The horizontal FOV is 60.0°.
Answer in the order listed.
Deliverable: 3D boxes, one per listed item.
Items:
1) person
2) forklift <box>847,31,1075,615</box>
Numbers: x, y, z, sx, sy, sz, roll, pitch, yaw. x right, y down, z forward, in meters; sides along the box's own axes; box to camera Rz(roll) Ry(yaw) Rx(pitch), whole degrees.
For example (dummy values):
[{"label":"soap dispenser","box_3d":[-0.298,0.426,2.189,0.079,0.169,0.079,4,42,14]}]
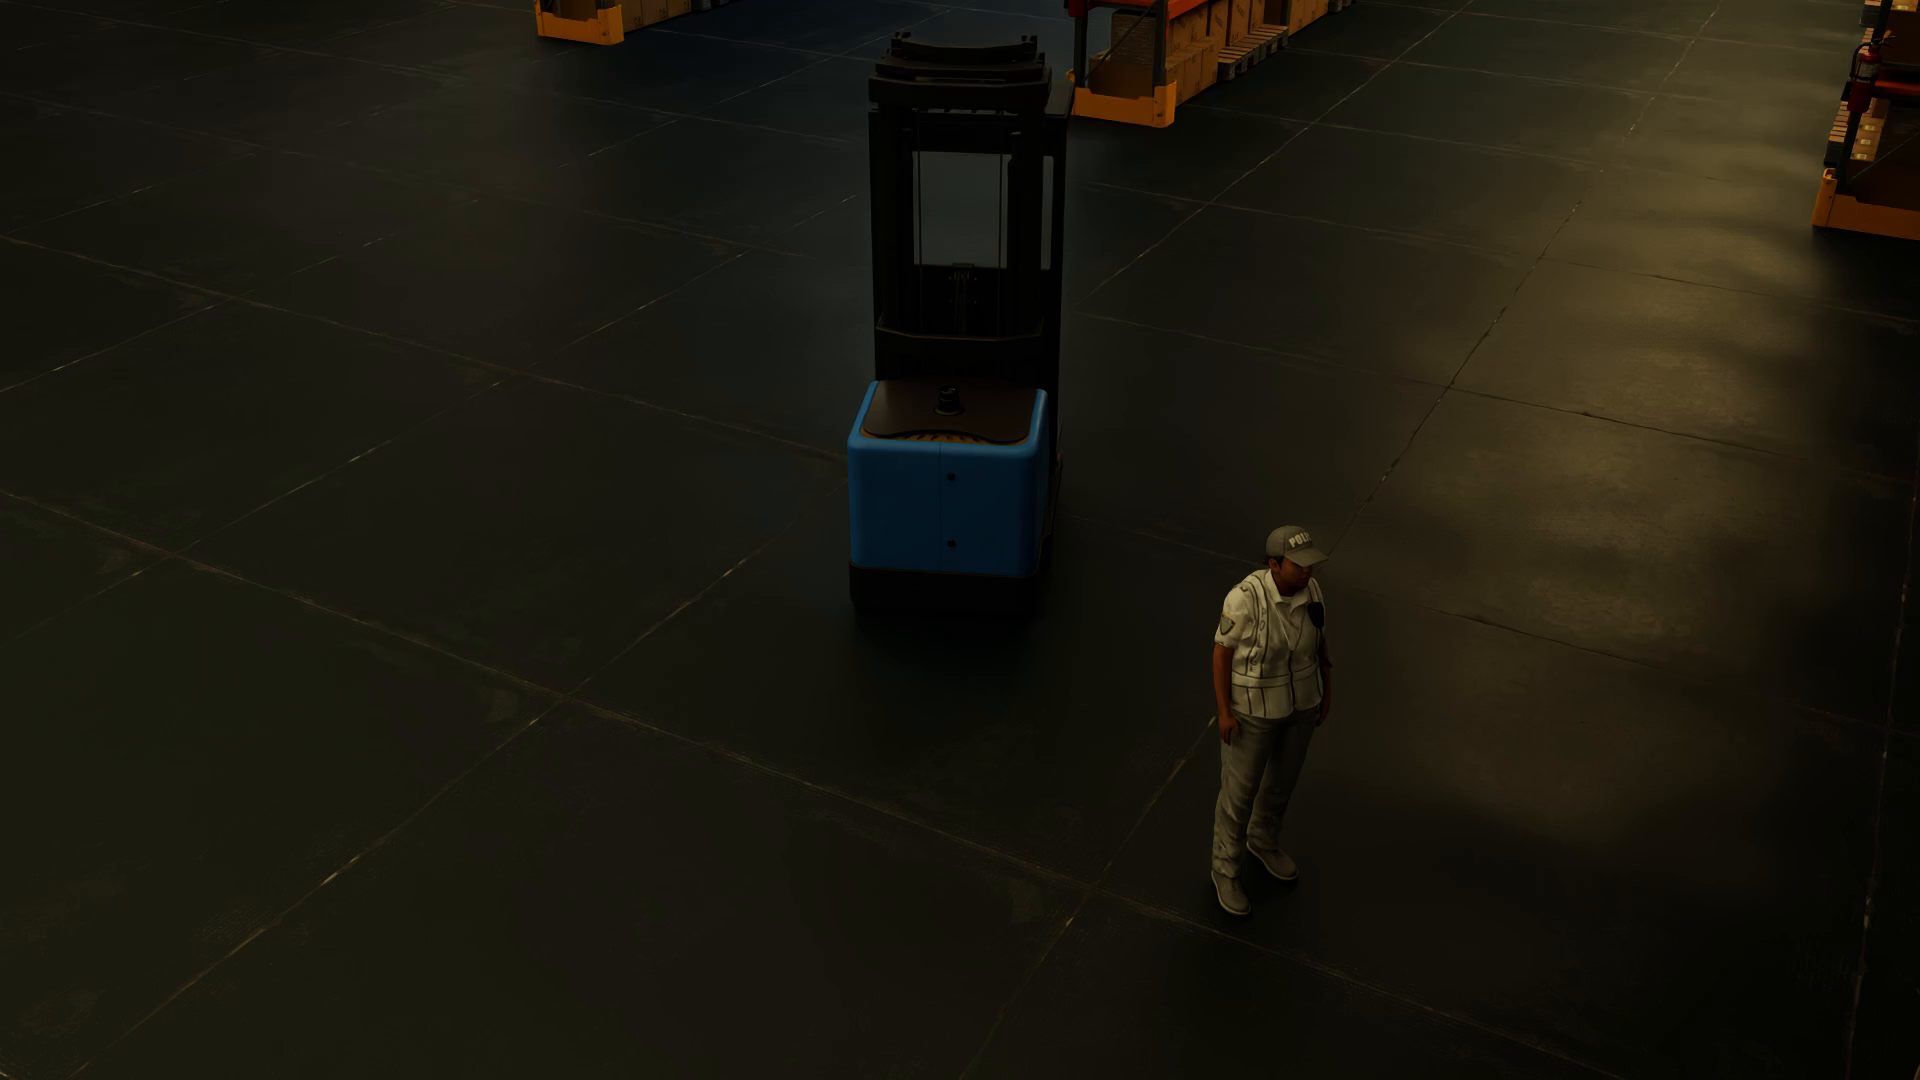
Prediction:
[{"label":"person","box_3d":[1.343,0.739,7.041,0.598,1.669,0.530,-12,32,-20]},{"label":"forklift","box_3d":[0.072,-1.572,9.794,1.130,2.935,3.031,3,30,6]}]
